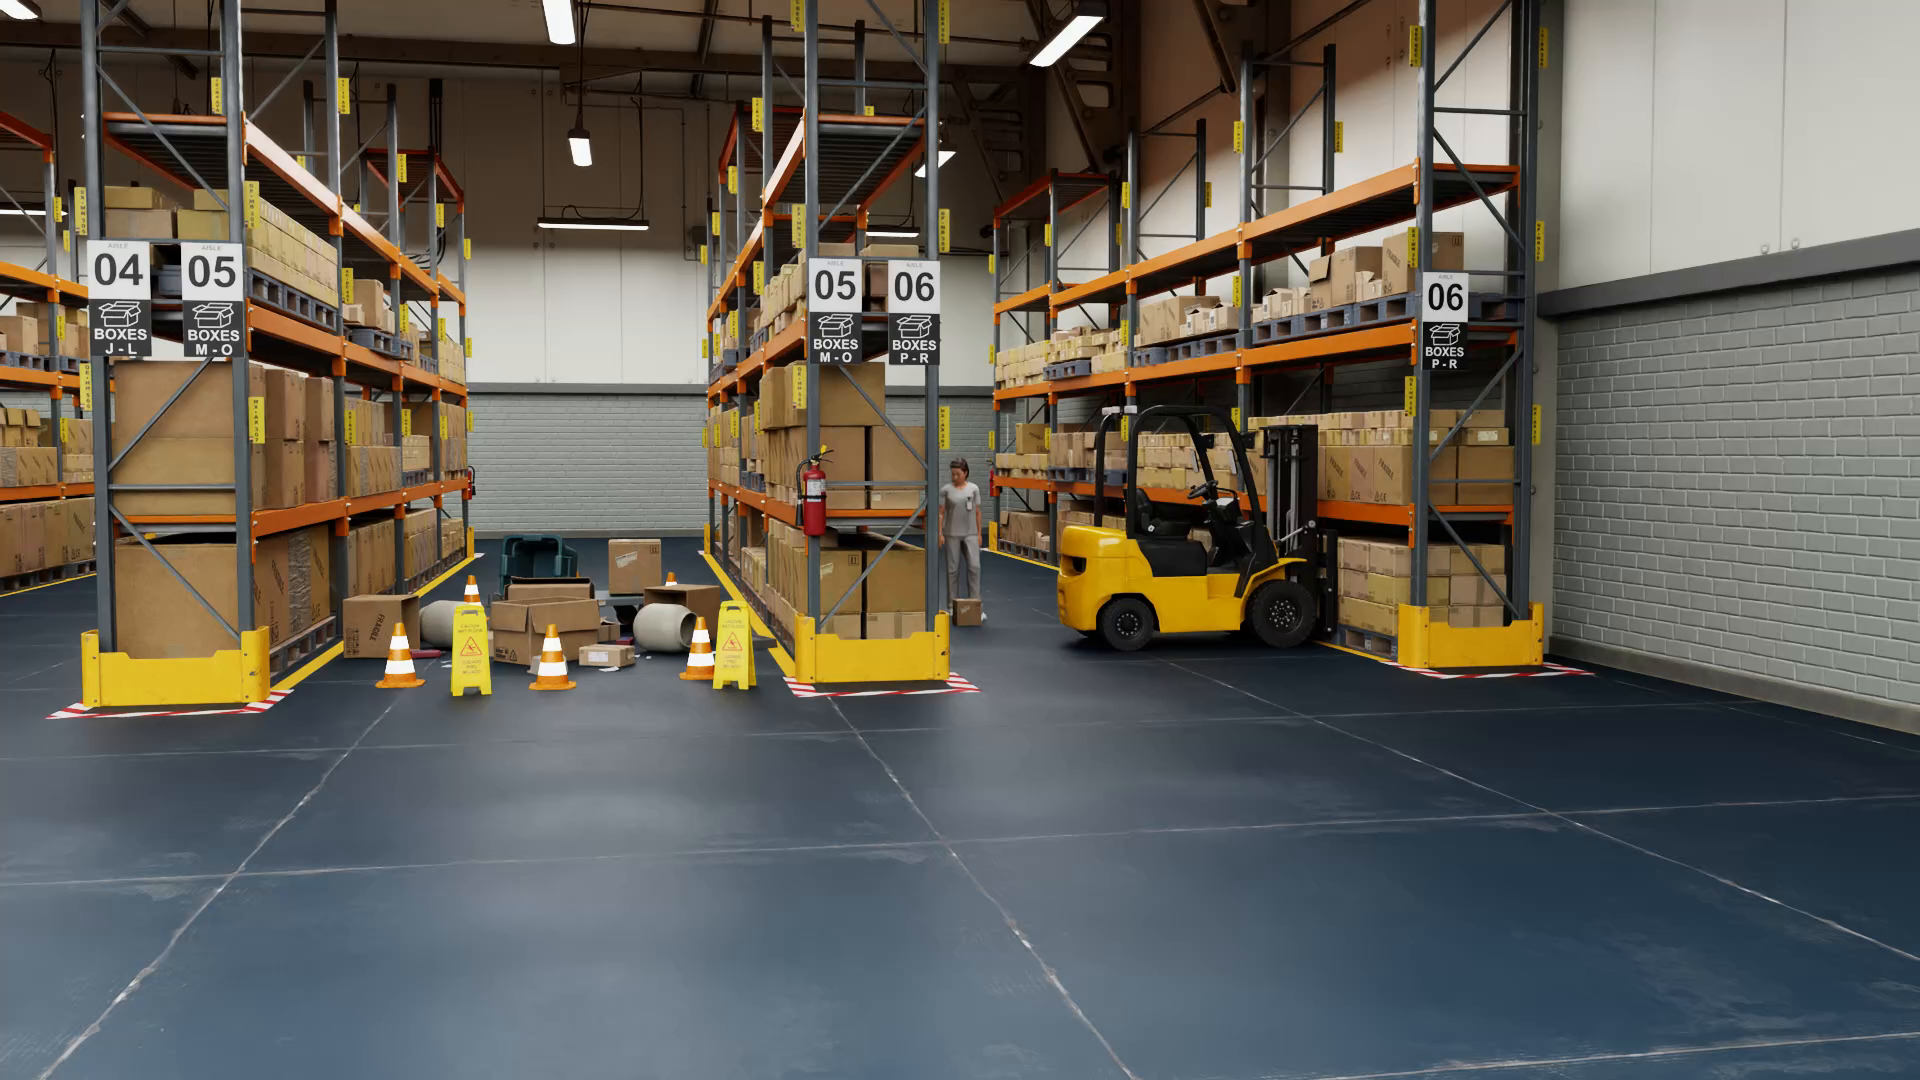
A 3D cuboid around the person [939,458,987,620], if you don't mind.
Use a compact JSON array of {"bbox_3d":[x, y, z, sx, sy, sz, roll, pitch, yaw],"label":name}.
[{"bbox_3d":[0.010,-0.020,17.208,0.489,1.658,0.663,0,3,-4],"label":"person"}]
